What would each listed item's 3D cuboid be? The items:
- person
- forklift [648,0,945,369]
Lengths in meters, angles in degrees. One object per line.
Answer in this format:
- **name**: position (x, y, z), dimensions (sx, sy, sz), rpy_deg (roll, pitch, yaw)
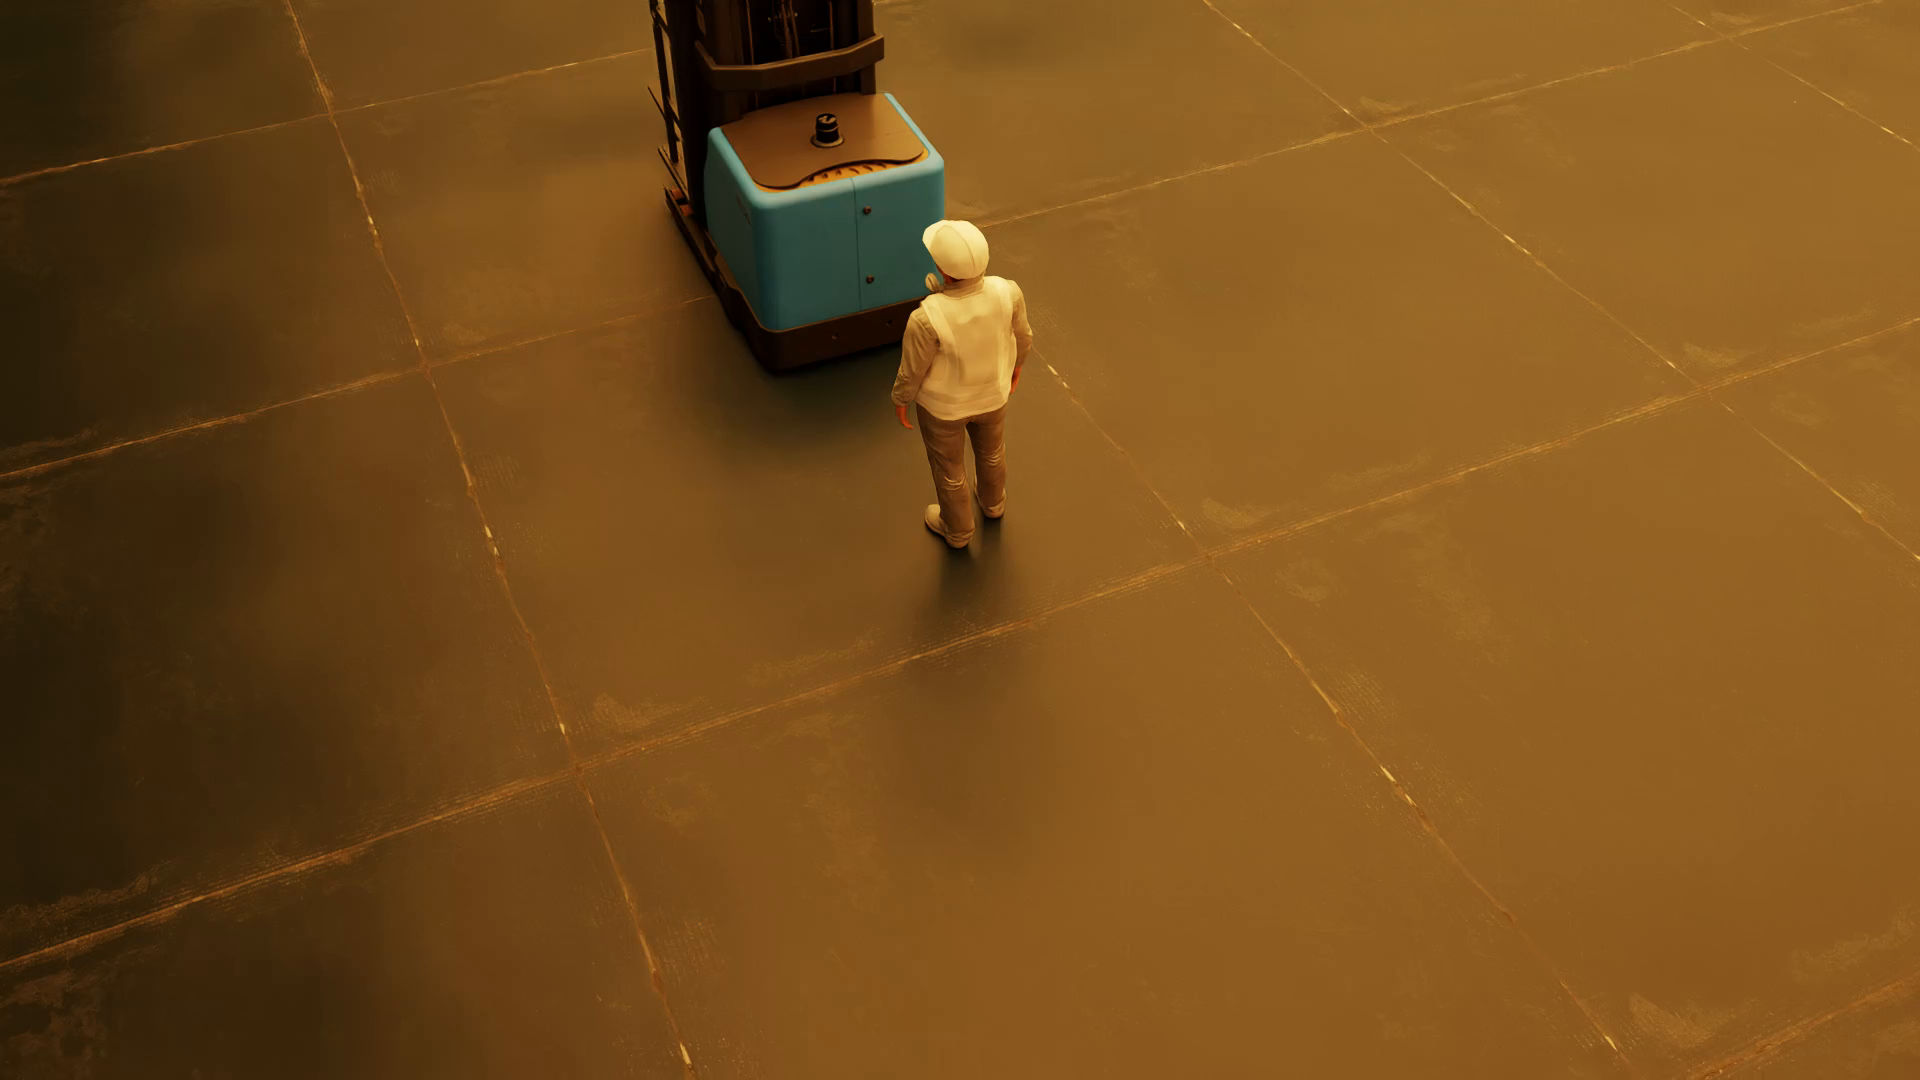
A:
- **person**: position (-0.020, -0.695, 7.262), dimensions (0.633, 1.775, 0.566), rpy_deg (-18, 46, -18)
- **forklift**: position (-1.099, -2.977, 8.870), dimensions (1.130, 2.935, 3.031), rpy_deg (-16, 45, -16)
